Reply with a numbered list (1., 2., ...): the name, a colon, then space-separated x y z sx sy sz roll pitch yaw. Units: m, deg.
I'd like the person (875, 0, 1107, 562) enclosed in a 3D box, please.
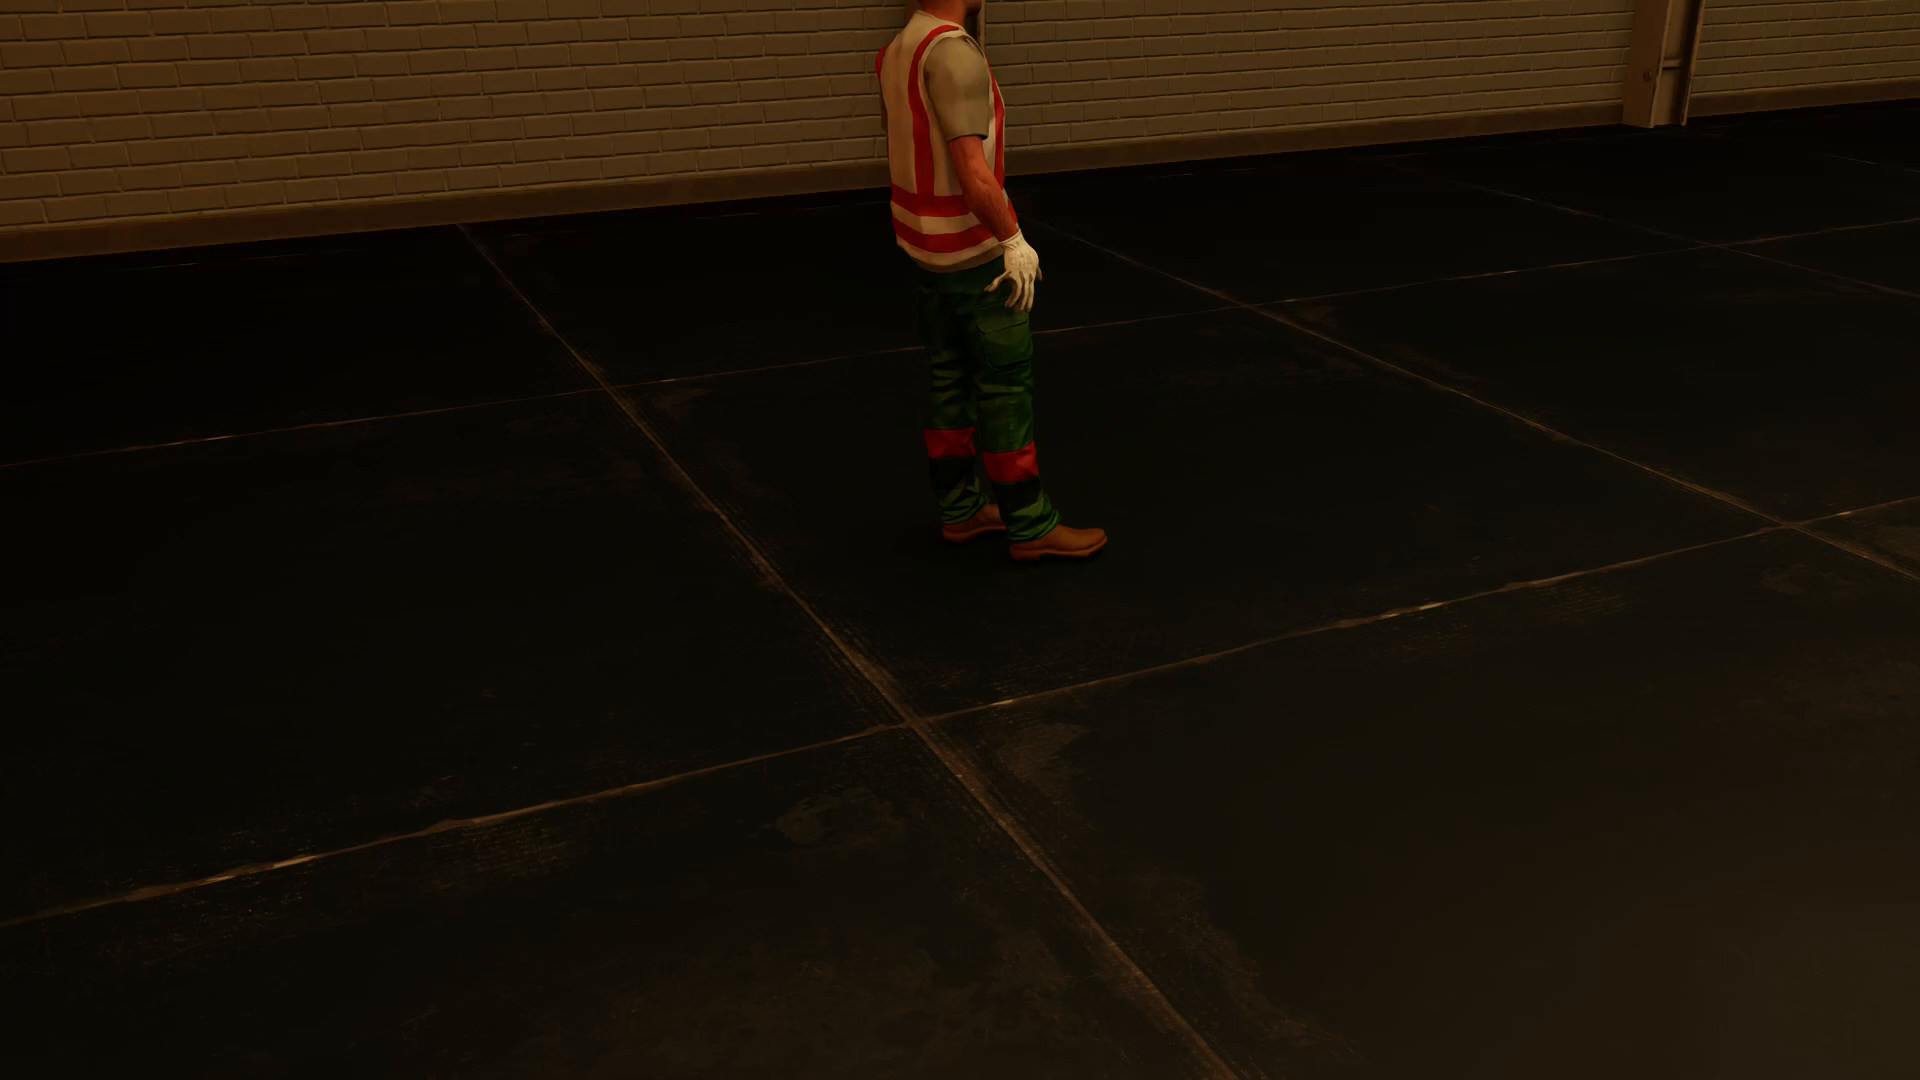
1. person: 0.078 -0.842 4.781 0.563 1.788 0.637 -10 25 -23
